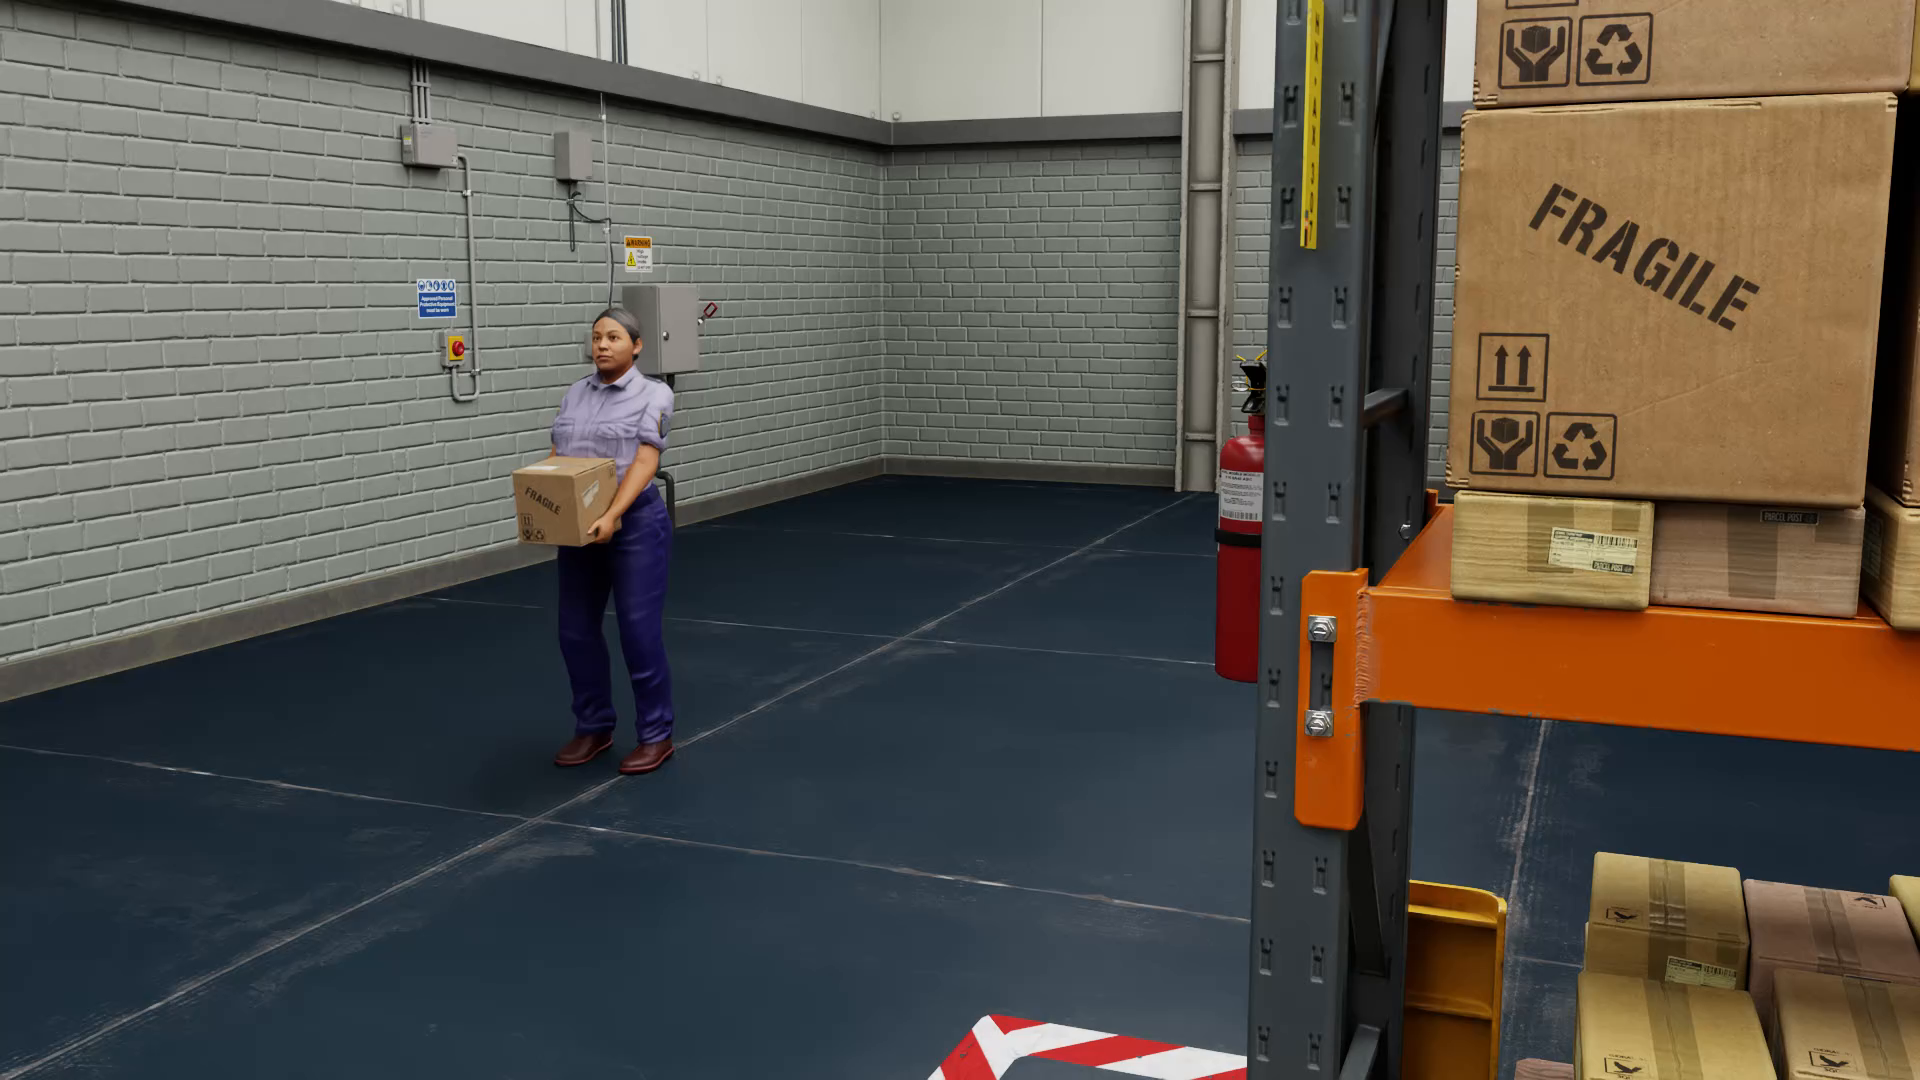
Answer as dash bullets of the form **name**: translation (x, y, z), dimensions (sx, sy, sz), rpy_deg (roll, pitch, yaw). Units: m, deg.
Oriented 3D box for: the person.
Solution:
- **person**: translation (-1.274, 0.006, 5.900), dimensions (0.449, 1.643, 0.522), rpy_deg (4, 9, 22)
